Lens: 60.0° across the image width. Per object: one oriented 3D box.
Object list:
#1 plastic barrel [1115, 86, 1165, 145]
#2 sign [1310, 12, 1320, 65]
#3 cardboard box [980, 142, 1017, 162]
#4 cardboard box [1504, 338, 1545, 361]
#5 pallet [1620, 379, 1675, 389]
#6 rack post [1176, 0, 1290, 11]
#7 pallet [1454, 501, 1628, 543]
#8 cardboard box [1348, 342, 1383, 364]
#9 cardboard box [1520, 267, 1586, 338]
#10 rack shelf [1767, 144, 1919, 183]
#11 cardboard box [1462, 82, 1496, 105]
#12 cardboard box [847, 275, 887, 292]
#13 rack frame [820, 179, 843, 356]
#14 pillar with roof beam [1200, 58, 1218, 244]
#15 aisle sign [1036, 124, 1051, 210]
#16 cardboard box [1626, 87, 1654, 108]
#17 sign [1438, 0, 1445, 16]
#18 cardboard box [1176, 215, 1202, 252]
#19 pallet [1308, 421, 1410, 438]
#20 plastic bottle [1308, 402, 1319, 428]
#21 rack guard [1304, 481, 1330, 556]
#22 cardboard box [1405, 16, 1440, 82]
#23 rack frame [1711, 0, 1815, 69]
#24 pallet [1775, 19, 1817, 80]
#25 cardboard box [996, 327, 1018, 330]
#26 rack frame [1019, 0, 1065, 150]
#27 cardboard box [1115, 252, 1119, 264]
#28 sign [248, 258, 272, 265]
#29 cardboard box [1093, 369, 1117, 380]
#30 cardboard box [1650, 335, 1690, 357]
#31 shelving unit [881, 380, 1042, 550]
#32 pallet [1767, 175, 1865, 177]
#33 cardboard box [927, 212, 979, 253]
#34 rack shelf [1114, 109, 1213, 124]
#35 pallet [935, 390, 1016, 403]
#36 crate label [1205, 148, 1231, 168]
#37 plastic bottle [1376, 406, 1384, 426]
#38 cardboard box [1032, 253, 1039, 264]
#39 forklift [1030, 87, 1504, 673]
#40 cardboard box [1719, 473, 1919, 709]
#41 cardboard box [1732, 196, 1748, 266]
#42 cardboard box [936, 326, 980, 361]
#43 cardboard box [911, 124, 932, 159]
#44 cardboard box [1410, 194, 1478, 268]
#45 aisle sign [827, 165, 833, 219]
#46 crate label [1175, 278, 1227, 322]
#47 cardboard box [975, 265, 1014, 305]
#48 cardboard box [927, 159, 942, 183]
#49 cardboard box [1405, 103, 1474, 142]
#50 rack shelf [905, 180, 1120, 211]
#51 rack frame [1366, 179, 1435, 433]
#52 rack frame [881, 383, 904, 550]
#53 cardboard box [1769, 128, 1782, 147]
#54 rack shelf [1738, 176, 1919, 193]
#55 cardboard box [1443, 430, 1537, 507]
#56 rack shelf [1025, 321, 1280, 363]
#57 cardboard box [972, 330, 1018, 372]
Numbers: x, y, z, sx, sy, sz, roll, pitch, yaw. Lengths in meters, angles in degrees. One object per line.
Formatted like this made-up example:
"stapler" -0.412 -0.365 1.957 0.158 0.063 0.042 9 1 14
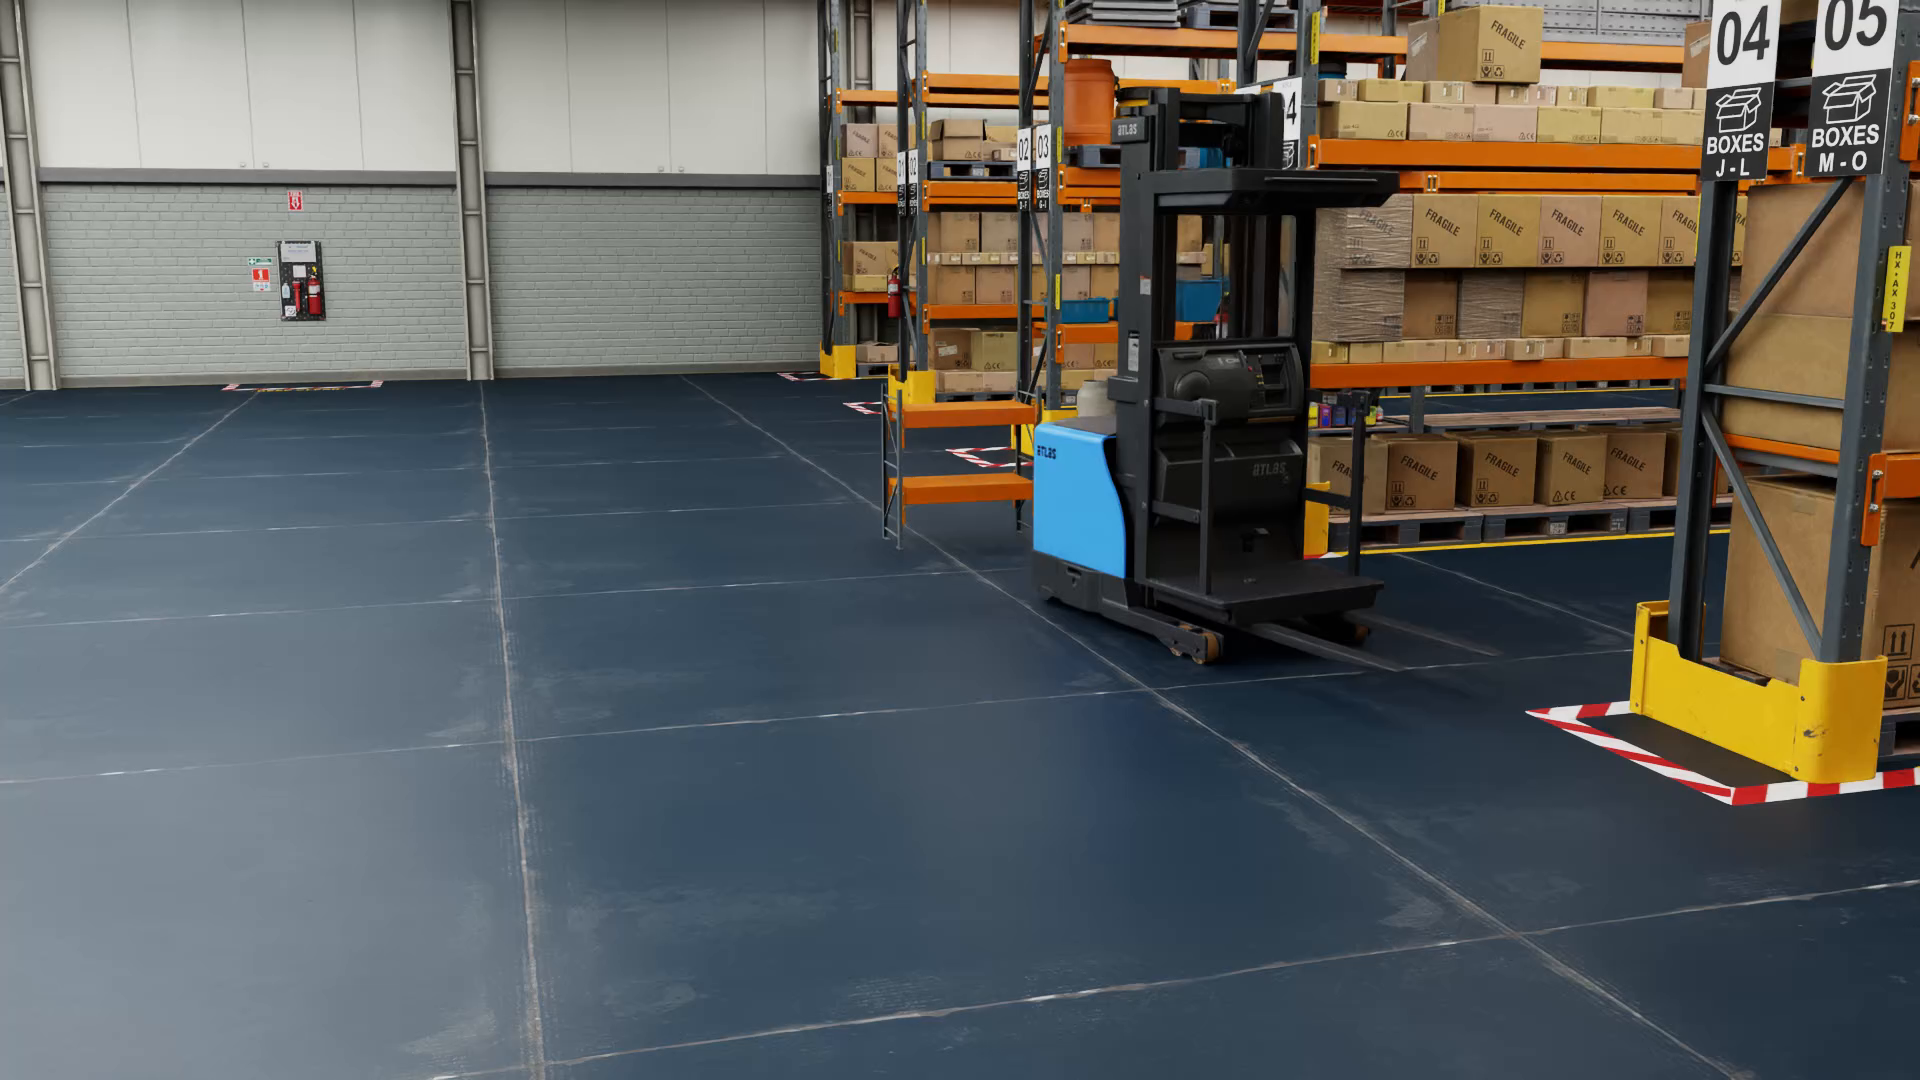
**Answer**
"plastic barrel" 1.841 -4.181 16.510 0.600 0.588 0.600 0 10 0
"sign" 2.318 -3.277 10.863 0.005 0.325 0.100 -3 11 -16
"cardboard box" 0.433 -4.969 21.338 0.500 0.250 0.500 -3 11 -16
"cardboard box" 3.974 -1.375 11.923 0.250 0.149 0.380 -3 11 -16
"pallet" 10.152 -2.377 24.373 1.213 0.211 1.003 -3 11 -16
"rack post" 2.633 -5.344 16.429 0.954 0.300 0.937 -3 11 -17
"pallet" 4.198 -0.195 12.521 1.213 0.211 1.003 -3 11 -16
"cardboard box" 2.752 -1.325 11.652 0.250 0.149 0.380 -3 11 -16
"cardboard box" 4.124 -1.772 12.289 0.500 0.500 0.875 -3 11 -16
"rack shelf" 7.927 -2.891 13.169 4.000 0.370 1.077 -3 11 -16
"cardboard box" 3.495 -3.081 11.525 0.250 0.149 0.380 -3 11 -16
"cardboard box" -1.430 -3.955 25.604 0.500 0.250 0.500 -3 11 -18
"rack frame" -1.987 -4.049 25.758 0.127 3.000 1.000 -3 11 -16
"pillar with roof beam" 5.407 -6.741 23.808 0.400 9.000 9.100 -3 11 -16
"aisle sign" 0.794 -3.551 15.871 0.004 0.787 0.394 -3 11 -16
"cardboard box" 4.750 -3.155 11.930 0.250 0.149 0.380 -3 11 -14
"sign" 4.765 -5.281 16.456 0.005 0.325 0.100 -3 11 -16
"cardboard box" 2.817 -4.055 21.926 0.500 0.500 0.700 -3 11 -16
"pallet" 3.966 -1.131 17.610 1.213 0.211 1.003 -3 11 -16
"plastic bottle" 3.590 -1.334 17.112 0.185 0.351 0.144 -3 11 -16
"rack guard" 2.239 -0.241 11.973 0.348 0.500 1.175 -3 11 -16
"cardboard box" 3.584 -3.505 12.038 0.500 0.500 0.500 -3 11 -16
"rack frame" 6.007 -4.619 12.282 0.127 3.000 1.000 -3 11 -16
"pallet" 4.165 -2.070 6.965 1.213 0.211 1.003 -3 11 -16
"cardboard box" 0.789 -2.544 21.941 0.500 0.500 0.500 -3 11 -16
"rack frame" 0.782 -5.278 15.860 0.127 3.000 1.000 -3 11 -16
"cardboard box" 2.063 -3.657 21.558 0.250 0.149 0.380 -3 11 -16
"sign" -10.254 -4.080 24.362 0.331 0.109 0.001 -3 11 -16
"cardboard box" 1.898 -2.132 21.778 0.500 0.250 0.500 -3 11 -16
"cardboard box" 5.174 -1.438 12.266 0.250 0.149 0.380 -3 11 -16
"shelving unit" 0.006 -0.554 11.946 1.048 1.125 0.538 -3 11 -16
"pallet" 9.225 -4.136 18.465 1.213 0.211 1.003 -3 11 -16
"cardboard box" -0.097 -3.900 21.086 0.500 0.500 0.700 -3 11 -16
"rack shelf" 3.773 -6.753 26.965 4.000 0.370 1.077 -3 11 -16
"pallet" 0.123 -1.863 21.583 1.213 0.211 1.003 -3 11 -16
"crate label" 2.671 -3.767 16.347 0.408 0.251 0.502 -3 11 -16
"plastic bottle" 4.361 -1.297 17.322 0.097 0.201 0.097 0 10 0
"cardboard box" 0.828 -3.592 21.203 0.250 0.149 0.380 -3 11 -18
"forklift" 1.569 -0.894 8.808 1.130 2.935 3.031 -6 12 -28
"cardboard box" 4.088 0.194 7.418 0.875 0.875 0.875 -3 11 -16
"cardboard box" 5.651 -2.285 12.315 0.500 0.500 0.500 -3 11 -16
"cardboard box" -0.032 -3.113 26.361 0.500 0.500 0.700 -4 11 -20
"cardboard box" -0.565 -6.097 25.503 0.500 0.500 0.500 -3 11 -14
"cardboard box" 3.252 -2.158 11.624 0.500 0.500 0.500 -3 11 -16
"aisle sign" -1.973 -5.272 25.219 0.004 0.787 0.394 -3 11 -16
"crate label" 2.473 -2.485 17.161 0.616 0.435 0.502 -3 11 -16
"cardboard box" 0.355 -3.286 21.337 0.500 0.500 0.700 -3 11 -14
"cardboard box" -0.573 -5.605 25.592 0.500 0.500 0.500 -2 11 -13
"cardboard box" 3.194 -2.874 11.504 0.500 0.250 0.500 -3 11 -17
"rack shelf" 1.321 -4.411 21.425 4.000 0.370 1.077 -3 11 -16
"rack frame" 4.622 -2.530 17.502 0.127 3.000 1.000 -3 11 -16
"rack frame" -0.482 -0.528 11.807 0.032 1.125 0.500 -3 11 -16
"cardboard box" 5.642 -3.002 12.196 0.500 0.250 0.500 -3 11 -14
"rack shelf" 10.383 -3.955 18.945 4.000 0.370 1.077 -3 11 -16
"cardboard box" 3.941 -0.537 12.421 0.500 0.500 0.500 -2 11 -11
"rack shelf" 2.702 -2.075 17.018 4.000 0.370 1.077 -3 11 -16
"cardboard box" 0.457 -2.426 21.301 0.500 0.500 0.500 -3 11 -16
